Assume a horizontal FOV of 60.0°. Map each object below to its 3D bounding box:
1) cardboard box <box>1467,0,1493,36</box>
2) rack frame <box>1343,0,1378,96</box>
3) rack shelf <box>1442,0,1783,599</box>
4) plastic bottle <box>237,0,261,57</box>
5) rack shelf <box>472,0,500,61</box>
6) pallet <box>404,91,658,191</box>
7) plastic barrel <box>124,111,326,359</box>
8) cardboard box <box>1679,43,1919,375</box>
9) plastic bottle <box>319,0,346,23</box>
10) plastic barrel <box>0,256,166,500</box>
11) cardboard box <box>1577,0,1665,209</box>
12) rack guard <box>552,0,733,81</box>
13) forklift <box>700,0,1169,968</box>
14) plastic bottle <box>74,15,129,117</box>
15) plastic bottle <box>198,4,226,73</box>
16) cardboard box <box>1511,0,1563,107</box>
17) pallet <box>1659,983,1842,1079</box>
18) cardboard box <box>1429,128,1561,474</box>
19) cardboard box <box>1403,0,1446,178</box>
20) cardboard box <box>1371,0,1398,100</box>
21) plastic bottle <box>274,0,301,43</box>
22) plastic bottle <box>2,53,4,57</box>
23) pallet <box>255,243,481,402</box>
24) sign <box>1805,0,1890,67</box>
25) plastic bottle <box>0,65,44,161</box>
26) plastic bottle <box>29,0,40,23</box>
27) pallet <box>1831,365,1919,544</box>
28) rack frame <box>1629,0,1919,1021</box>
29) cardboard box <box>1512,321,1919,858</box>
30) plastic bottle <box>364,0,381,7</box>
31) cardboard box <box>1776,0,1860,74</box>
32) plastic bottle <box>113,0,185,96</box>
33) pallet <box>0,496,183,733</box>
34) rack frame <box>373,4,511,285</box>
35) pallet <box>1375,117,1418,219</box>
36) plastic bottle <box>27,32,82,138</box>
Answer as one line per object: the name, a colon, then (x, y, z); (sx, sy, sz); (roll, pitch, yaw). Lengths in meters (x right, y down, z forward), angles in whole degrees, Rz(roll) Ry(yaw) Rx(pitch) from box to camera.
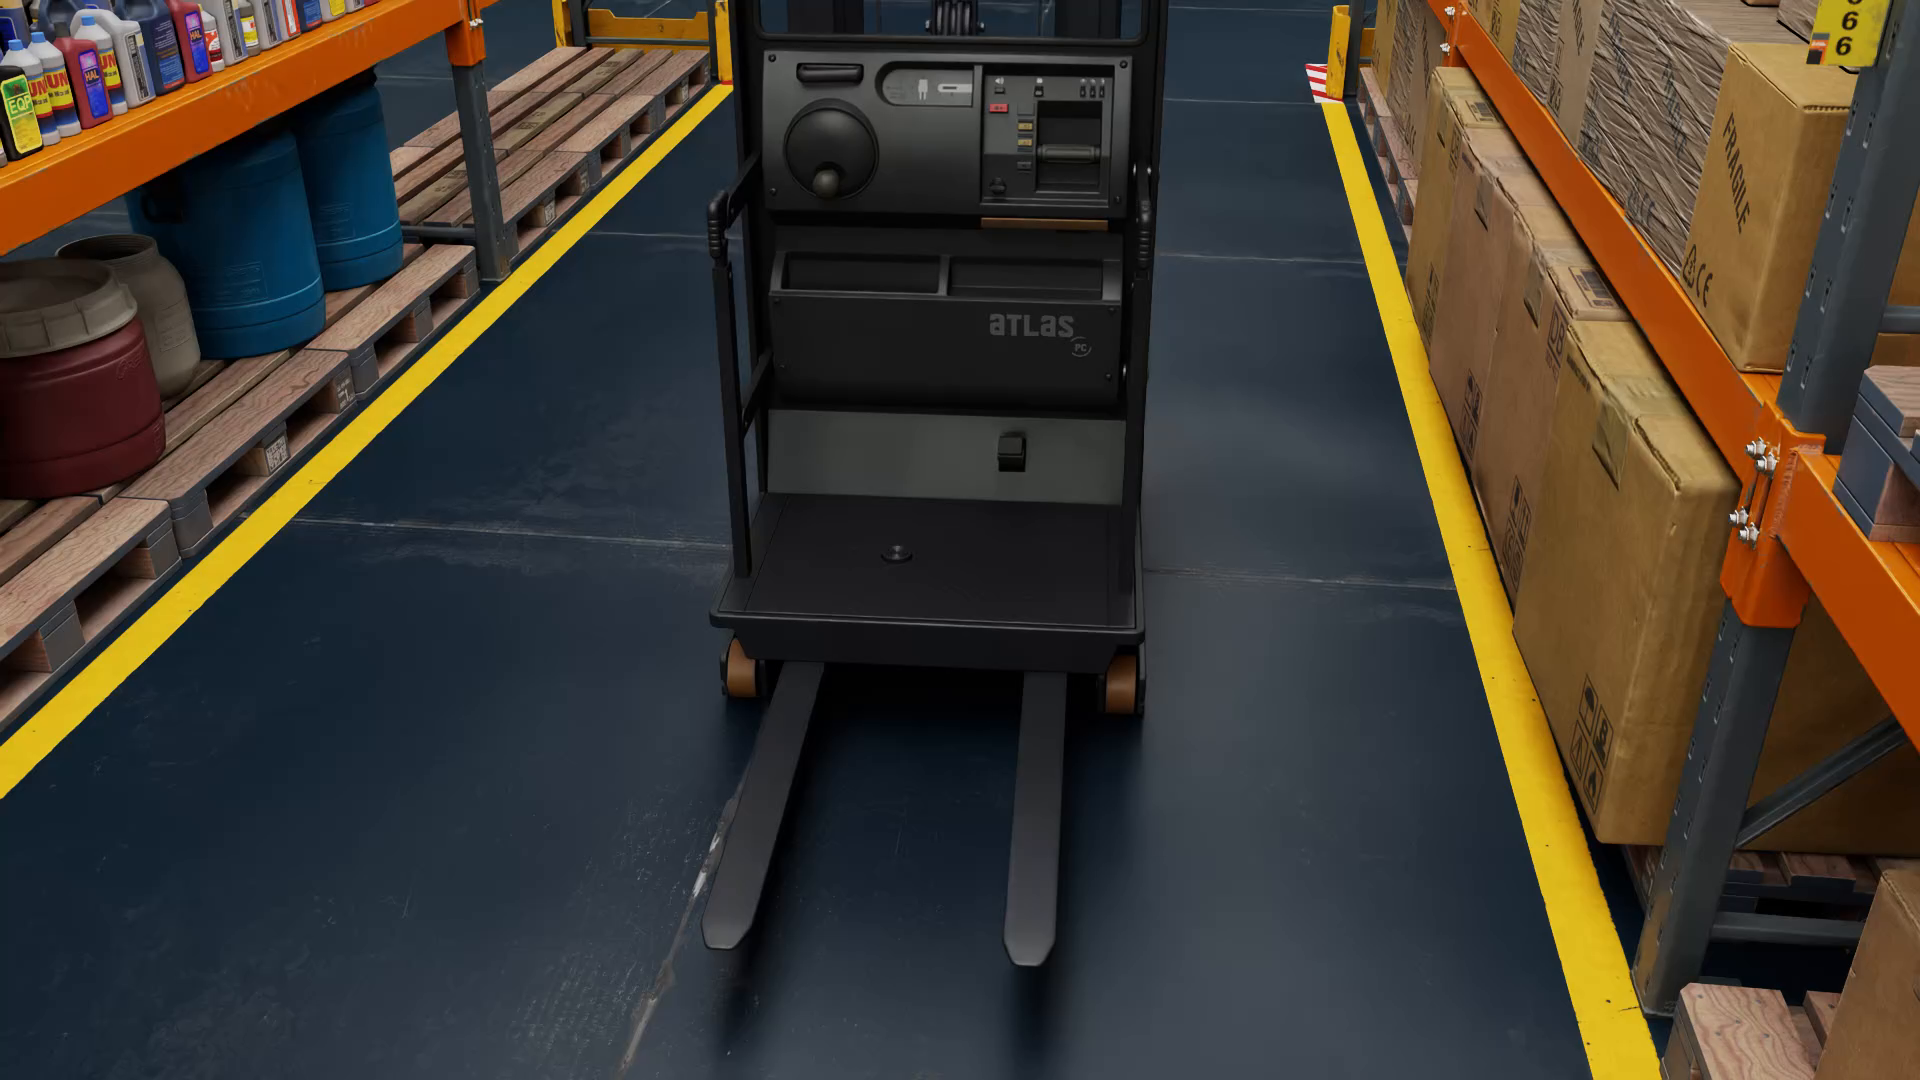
cardboard box: (2.096, -2.062, 5.808); (0.500, 0.500, 0.500); (3, 29, 6)
rack frame: (2.891, -4.102, 9.702); (1.000, 3.000, 0.127); (3, 28, 6)
rack shelf: (2.156, -0.961, 4.630); (1.077, 0.370, 4.000); (3, 28, 6)
plastic bottle: (-2.353, -1.687, 5.428); (0.097, 0.201, 0.097); (0, 28, 0)
rack shelf: (-2.270, -3.132, 8.660); (1.077, 0.370, 4.000); (3, 28, 6)
pallet: (-2.316, -2.204, 9.118); (1.003, 0.211, 1.213); (3, 28, 6)
plastic barrel: (-2.685, -1.180, 6.047); (0.600, 0.901, 0.708); (3, 28, 6)
cardboard box: (1.725, -0.627, 3.146); (0.500, 0.500, 0.500); (4, 29, 8)
plastic bottle: (-2.303, -2.034, 5.915); (0.144, 0.351, 0.185); (3, 28, 6)
plastic barrel: (-2.824, -0.511, 5.135); (0.600, 0.588, 0.708); (3, 28, 6)
cardboard box: (1.852, -1.106, 4.035); (0.500, 0.500, 0.500); (2, 28, 5)
rack guard: (-2.035, -3.302, 10.852); (1.175, 0.500, 0.348); (3, 28, 6)
forklift: (-0.050, -0.993, 4.002); (1.130, 2.935, 3.031); (2, 28, 4)
plastic bottle: (-2.448, -1.349, 4.728); (0.097, 0.271, 0.097); (0, 28, 0)
plastic bottle: (-2.381, -1.578, 5.225); (0.097, 0.201, 0.097); (0, 28, 0)
cardboard box: (1.974, -1.589, 4.932); (0.500, 0.500, 0.500); (3, 28, 5)
pallet: (1.813, 1.259, 2.691); (1.003, 0.211, 1.213); (3, 28, 6)
cardboard box: (2.233, -0.746, 5.269); (1.225, 0.875, 0.875); (2, 28, 4)
cardboard box: (2.671, -2.199, 7.966); (0.875, 0.875, 0.875); (3, 28, 6)
cardboard box: (2.892, -3.046, 9.539); (0.875, 0.875, 0.875); (3, 28, 6)
plastic bottle: (-2.349, -1.839, 5.632); (0.152, 0.276, 0.135); (3, 28, 6)
plastic bottle: (-3.133, -1.657, 5.299); (0.097, 0.271, 0.097); (0, 28, 0)
pallet: (-2.651, -0.919, 6.733); (1.003, 0.211, 1.213); (3, 28, 6)
sign: (1.359, -0.877, 2.495); (0.100, 0.325, 0.005); (3, 28, 6)
plastic bottle: (-2.485, -1.145, 4.335); (0.061, 0.283, 0.133); (3, 28, 6)
plastic bottle: (-2.966, -1.681, 5.416); (0.097, 0.201, 0.097); (0, 28, 0)
pallet: (1.929, 0.089, 2.124); (1.213, 0.211, 1.003); (3, 28, 6)
rack frame: (1.910, -0.337, 2.712); (1.000, 3.000, 0.127); (3, 28, 6)
cardboard box: (2.016, 0.090, 3.717); (1.225, 0.875, 0.875); (2, 28, 4)
plastic bottle: (-2.226, -2.140, 6.183); (0.061, 0.283, 0.133); (3, 28, 6)
cardboard box: (2.016, -1.165, 3.088); (0.797, 0.503, 0.637); (4, 29, 8)
plastic bottle: (-2.438, -1.515, 4.952); (0.144, 0.351, 0.185); (3, 28, 6)
pallet: (-2.950, 0.230, 4.601); (1.003, 0.211, 1.213); (3, 28, 6)
rack frame: (-2.515, -2.507, 6.741); (1.000, 3.000, 0.127); (3, 28, 6)
pallet: (2.718, -1.921, 8.593); (1.003, 0.211, 1.213); (3, 28, 6)
plastic bottle: (-2.477, -1.241, 4.526); (0.097, 0.271, 0.097); (0, 28, 0)
